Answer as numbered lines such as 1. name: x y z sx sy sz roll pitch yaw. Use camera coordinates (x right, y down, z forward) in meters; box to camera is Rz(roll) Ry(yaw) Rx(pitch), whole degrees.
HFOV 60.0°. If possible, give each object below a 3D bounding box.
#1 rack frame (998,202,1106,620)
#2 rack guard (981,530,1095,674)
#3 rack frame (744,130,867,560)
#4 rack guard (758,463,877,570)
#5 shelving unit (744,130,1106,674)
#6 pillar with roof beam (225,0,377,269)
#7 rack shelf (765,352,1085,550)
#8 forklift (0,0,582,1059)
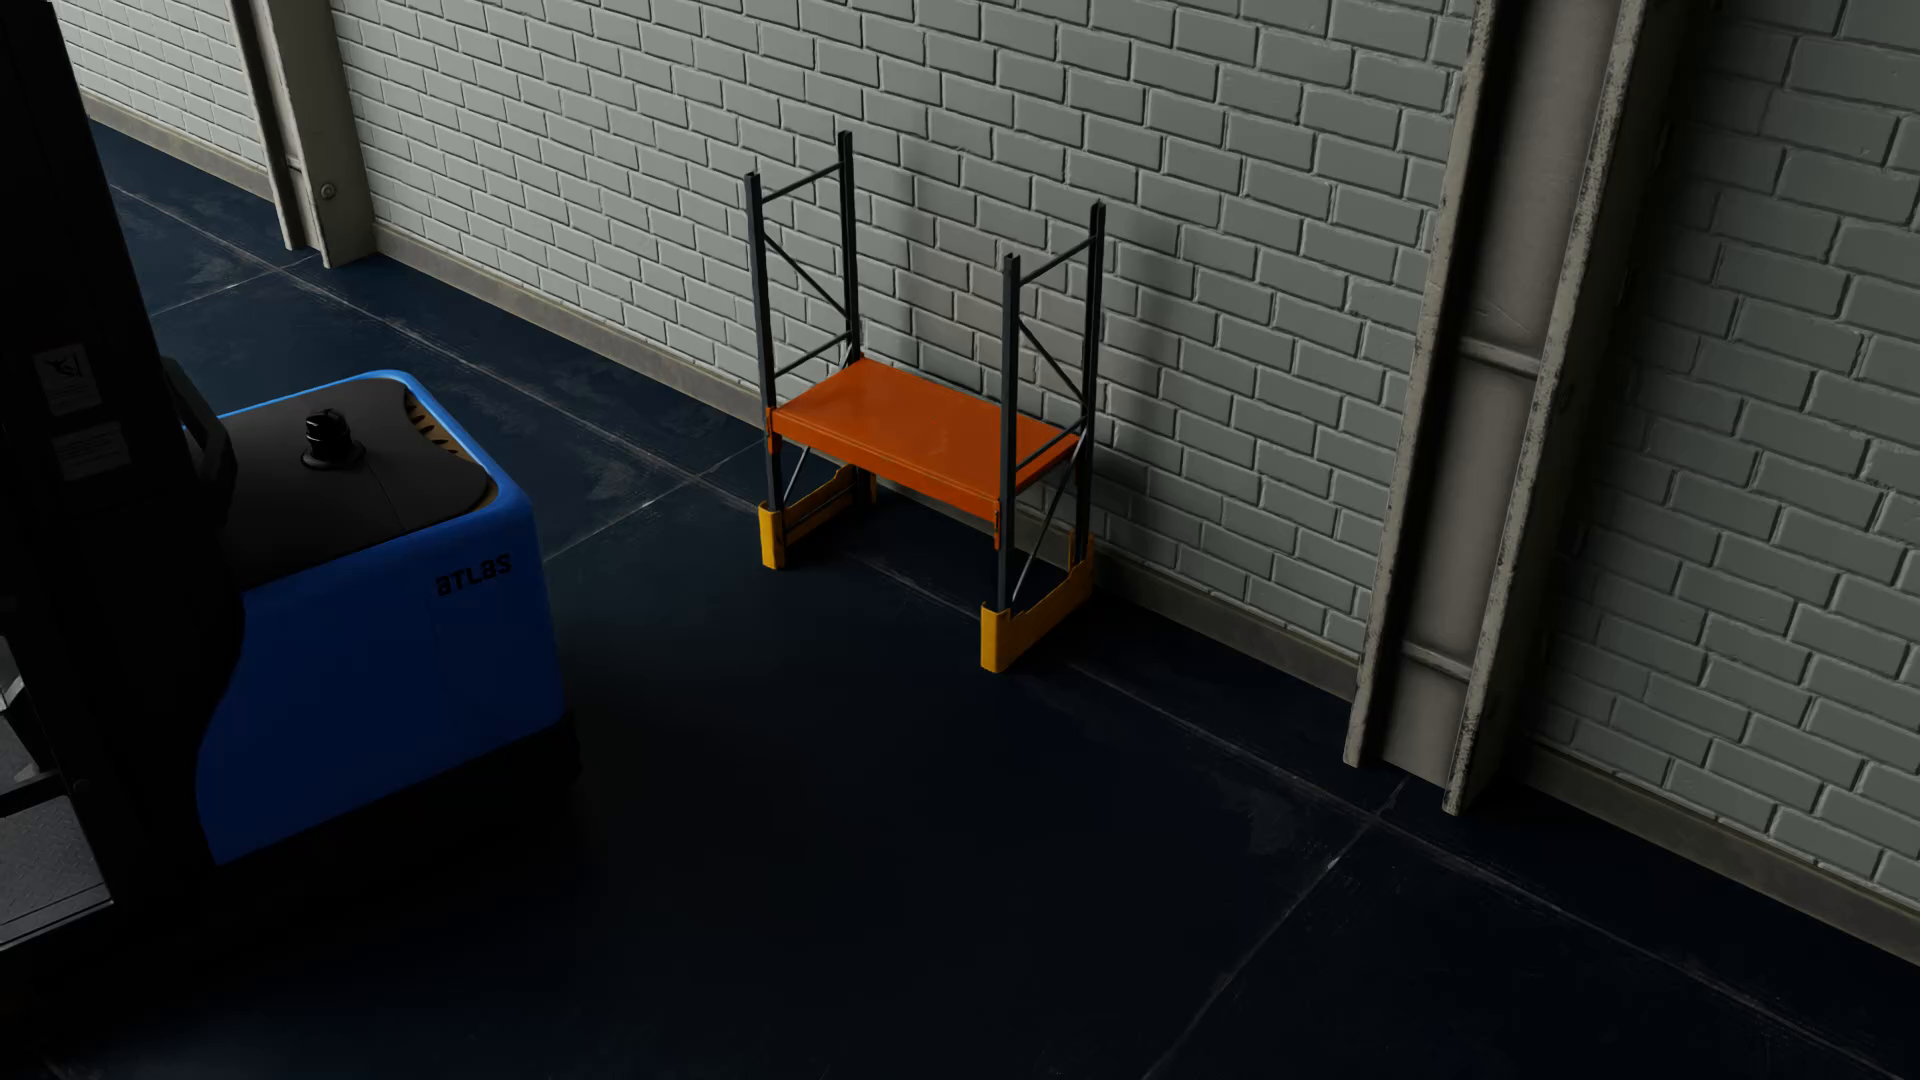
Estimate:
1. rack frame: 0.287 -0.304 5.368 0.032 1.500 0.500 23 41 30
2. rack guard: 0.271 0.205 5.731 0.087 0.250 0.587 23 41 30
3. rack frame: -0.526 -0.650 5.872 0.032 1.500 0.500 23 41 30
4. rack guard: -0.525 -0.134 6.225 0.087 0.250 0.587 23 41 30
5. shelving unit: -0.127 -0.480 5.624 1.083 1.500 0.587 23 41 30
6. pillar with roof beam: -5.912 -3.309 3.120 0.400 9.000 9.100 25 42 32
7. rack shelf: -0.119 -0.329 5.721 1.000 0.185 0.538 23 41 30
8. forklift: -2.649 -0.160 3.894 3.031 2.935 1.130 -23 40 -29
